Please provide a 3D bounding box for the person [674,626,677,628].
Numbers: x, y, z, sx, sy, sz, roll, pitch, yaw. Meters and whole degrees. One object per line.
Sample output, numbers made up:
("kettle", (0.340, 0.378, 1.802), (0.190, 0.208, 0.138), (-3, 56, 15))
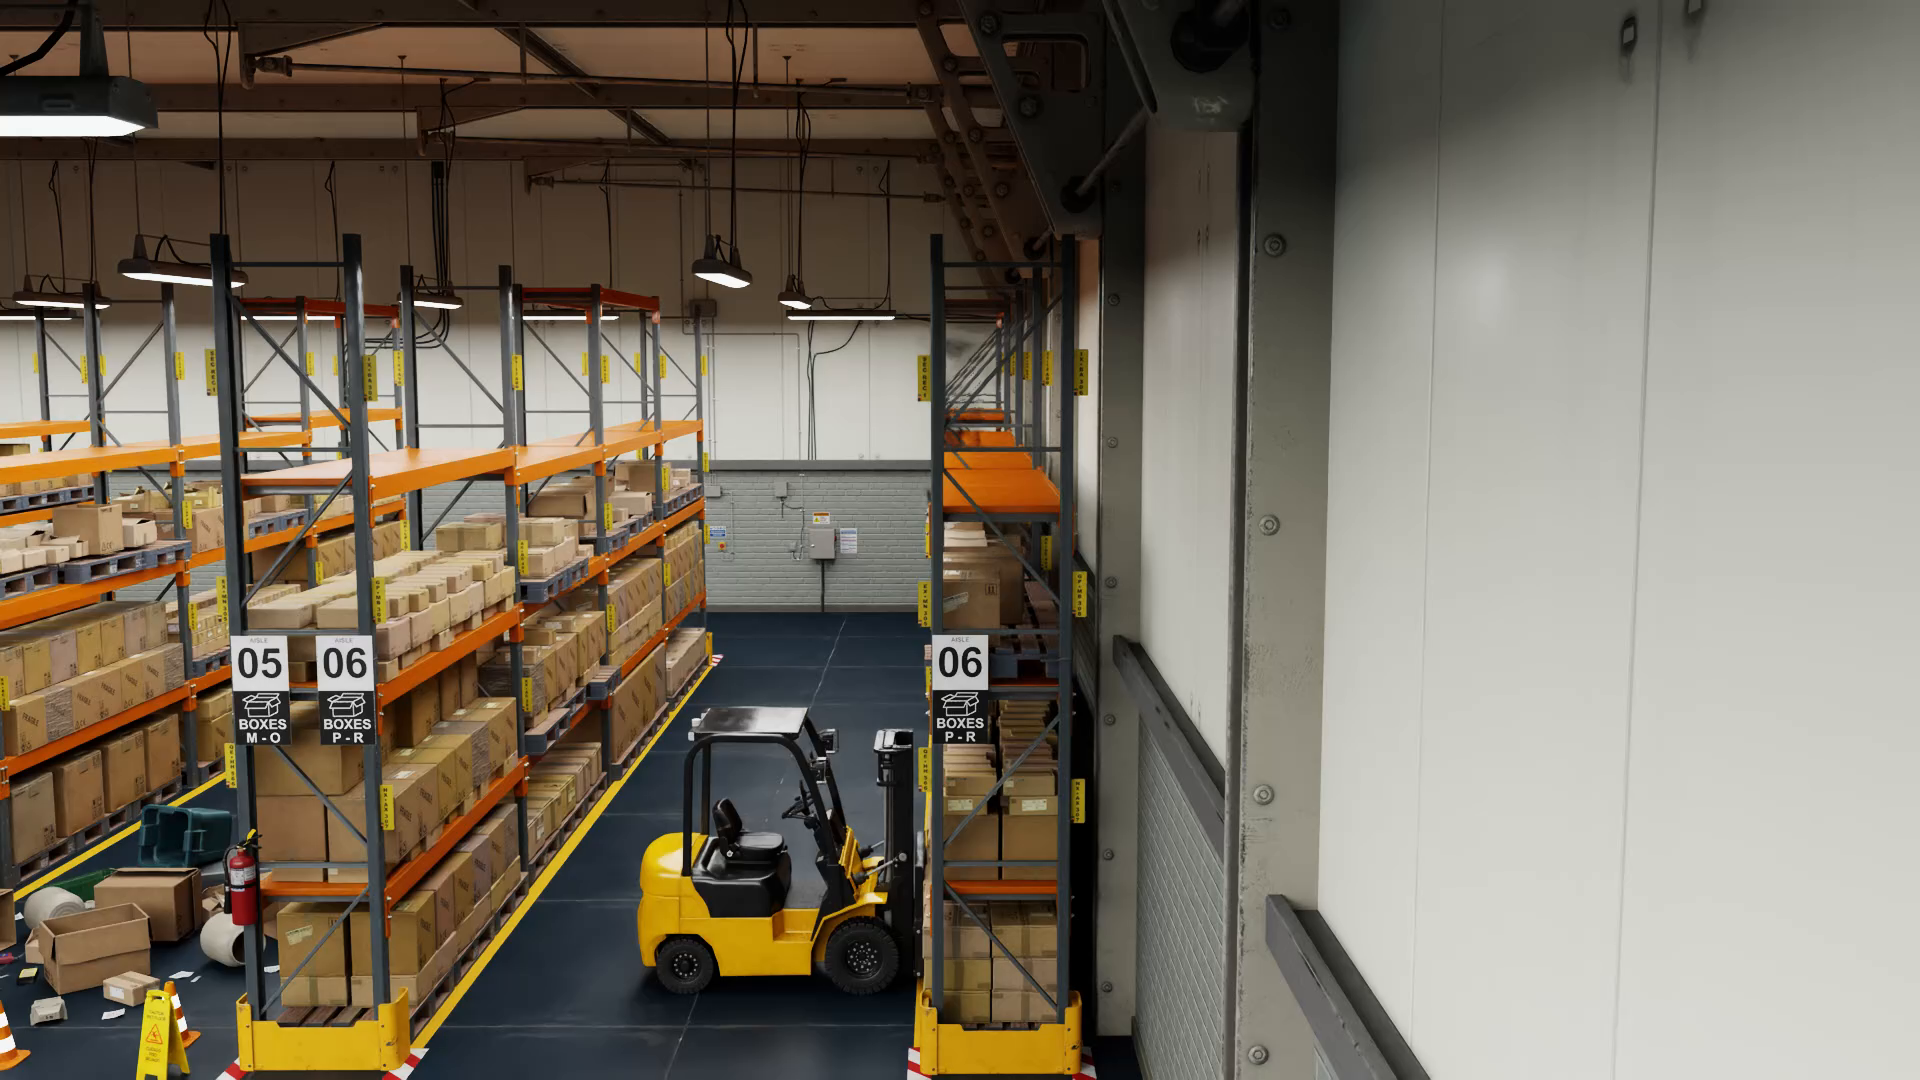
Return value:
("person", (-5.499, 0.963, 30.098), (0.809, 1.759, 0.684), (-1, 6, -6))
